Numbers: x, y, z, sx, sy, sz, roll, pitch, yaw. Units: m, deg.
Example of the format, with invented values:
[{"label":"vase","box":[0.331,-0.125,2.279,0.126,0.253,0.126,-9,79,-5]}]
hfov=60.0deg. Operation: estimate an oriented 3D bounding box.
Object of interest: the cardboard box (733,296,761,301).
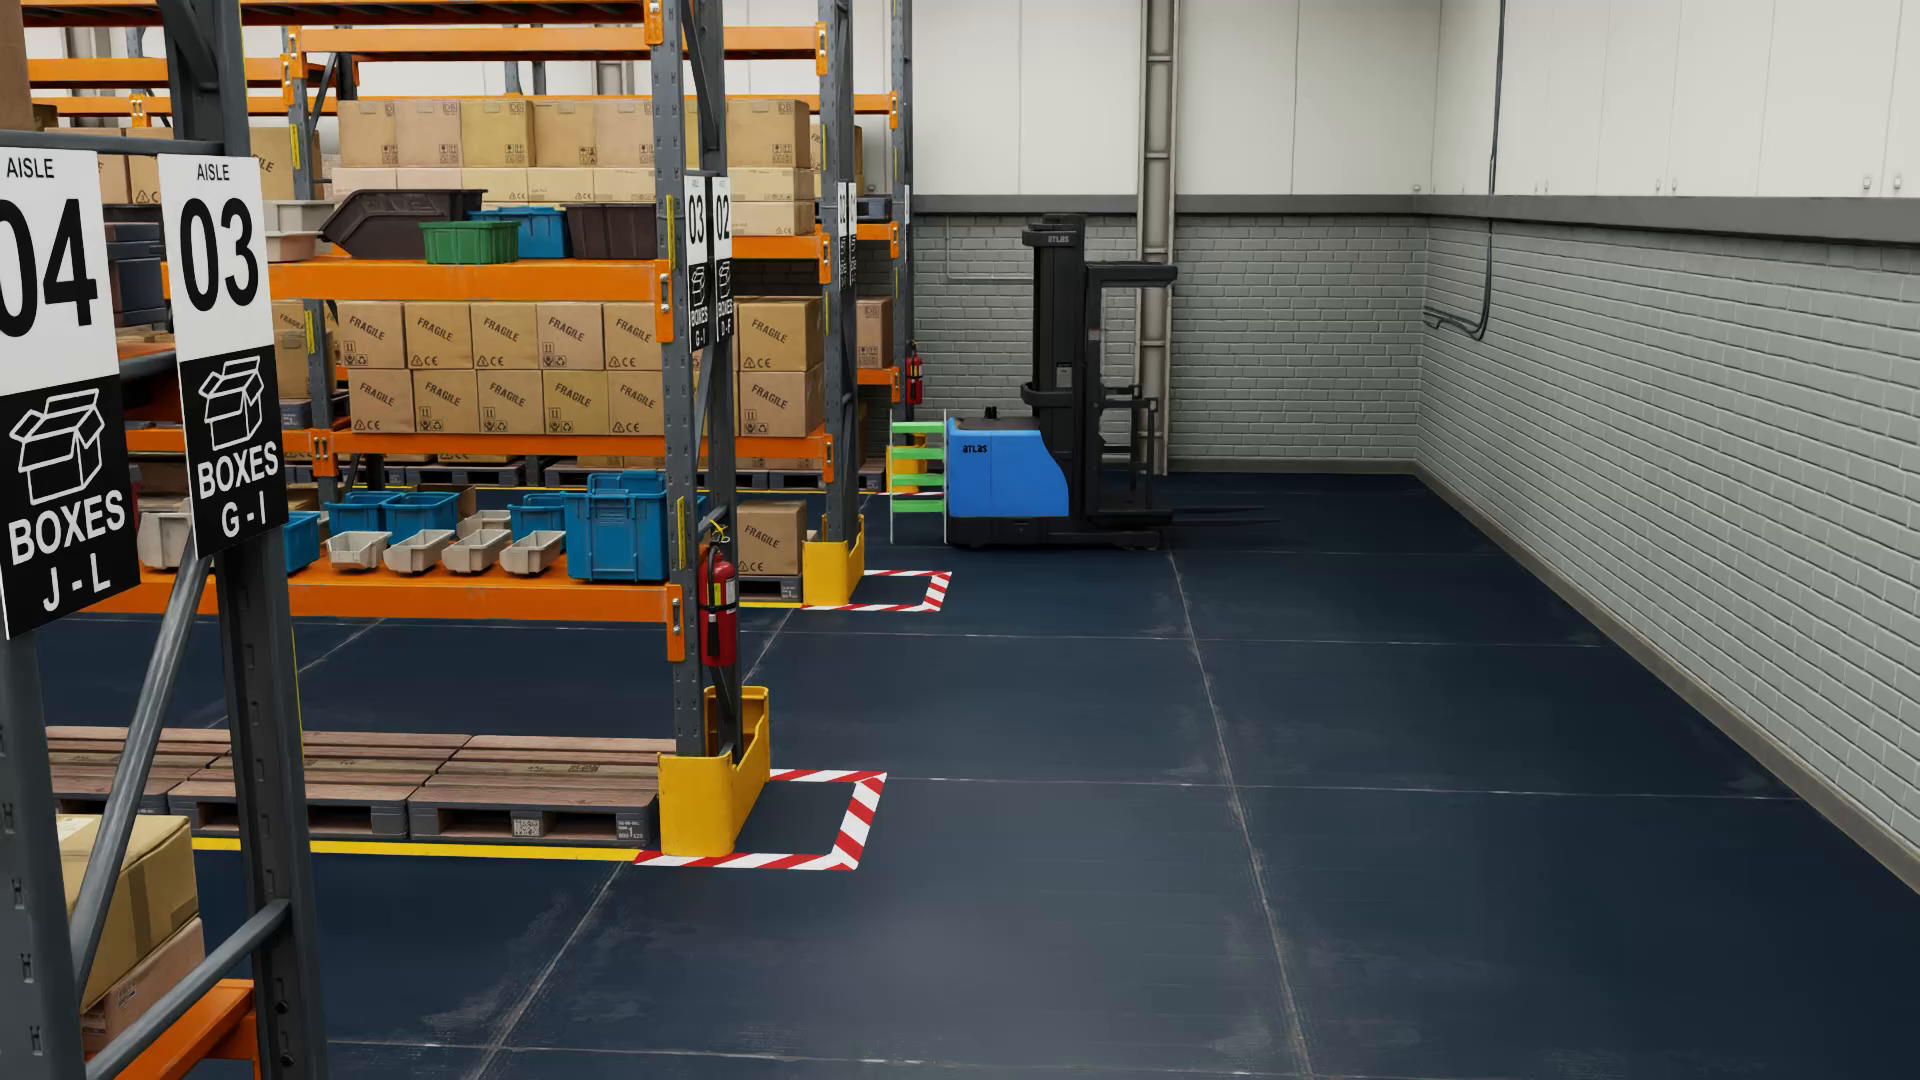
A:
[{"label":"cardboard box","box":[-1.877,-1.680,13.270,0.500,0.500,0.500,1,12,4]}]

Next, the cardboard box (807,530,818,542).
[{"label":"cardboard box","box":[-1.324,0.028,13.679,0.250,0.149,0.380,1,12,4]}]

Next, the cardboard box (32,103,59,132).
[{"label":"cardboard box","box":[-7.459,-3.171,13.071,0.500,0.500,0.500,1,12,4]}]

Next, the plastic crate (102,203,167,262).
[{"label":"plastic crate","box":[-4.034,-1.450,7.850,0.590,0.269,0.497,1,12,4]}]

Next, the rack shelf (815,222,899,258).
[{"label":"rack shelf","box":[-2.598,-3.232,17.804,4.000,0.370,1.077,1,12,4]}]

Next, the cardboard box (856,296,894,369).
[{"label":"cardboard box","box":[-1.112,-2.240,17.900,0.700,0.700,0.980,1,12,6]}]

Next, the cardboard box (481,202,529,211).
[{"label":"cardboard box","box":[-3.454,-2.454,12.695,0.500,0.250,0.500,1,12,4]}]

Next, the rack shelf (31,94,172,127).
[{"label":"rack shelf","box":[-10.580,-4.614,18.061,4.000,0.370,1.077,1,12,4]}]

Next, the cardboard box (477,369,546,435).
[{"label":"cardboard box","box":[-3.420,-1.104,12.955,0.500,0.500,0.500,1,12,3]}]

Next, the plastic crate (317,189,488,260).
[{"label":"plastic crate","box":[-2.770,-1.579,8.299,0.767,0.338,0.504,1,12,4]}]

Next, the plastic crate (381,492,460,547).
[{"label":"plastic crate","box":[-2.802,-0.100,8.666,0.300,0.233,0.416,1,12,4]}]

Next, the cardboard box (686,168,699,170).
[{"label":"cardboard box","box":[-1.958,-2.677,12.543,0.500,0.250,0.500,1,12,4]}]

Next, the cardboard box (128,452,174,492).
[{"label":"cardboard box","box":[-6.885,-0.567,13.832,0.500,0.250,0.500,1,12,3]}]

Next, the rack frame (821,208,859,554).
[{"label":"rack frame","box":[-0.929,-1.076,13.069,0.127,3.000,1.000,1,12,4]}]

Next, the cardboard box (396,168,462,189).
[{"label":"cardboard box","box":[-3.953,-2.707,12.682,0.500,0.250,0.500,1,12,4]}]

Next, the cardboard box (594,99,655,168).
[{"label":"cardboard box","box":[-2.442,-3.096,12.710,0.500,0.500,0.700,1,12,4]}]

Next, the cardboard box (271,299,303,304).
[{"label":"cardboard box","box":[-7.113,-2.697,17.966,0.500,0.250,0.500,1,12,4]}]

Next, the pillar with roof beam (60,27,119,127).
[{"label":"pillar with roof beam","box":[-10.111,-4.449,14.541,0.400,9.000,9.100,1,12,4]}]

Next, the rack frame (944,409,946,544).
[{"label":"rack frame","box":[-0.137,-0.577,15.079,0.015,1.200,0.240,0,12,-2]}]

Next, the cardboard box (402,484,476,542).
[{"label":"cardboard box","box":[-4.333,-0.173,13.781,0.500,0.500,0.500,1,12,4]}]

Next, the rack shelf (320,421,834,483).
[{"label":"rack shelf","box":[-2.925,-0.751,13.273,4.000,0.370,1.077,1,12,4]}]

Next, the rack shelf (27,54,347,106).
[{"label":"rack shelf","box":[-6.916,-3.547,12.962,4.000,0.370,1.077,1,12,4]}]

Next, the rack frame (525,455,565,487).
[{"label":"rack frame","box":[-4.593,-2.143,18.169,0.127,3.000,1.000,1,12,4]}]

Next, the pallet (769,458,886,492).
[{"label":"pallet","box":[-1.405,-0.718,18.168,1.213,0.211,1.003,1,12,4]}]

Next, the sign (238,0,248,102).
[{"label":"sign","box":[-1.552,-1.101,3.531,0.005,0.325,0.100,1,12,4]}]

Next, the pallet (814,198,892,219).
[{"label":"pallet","box":[-1.343,-3.521,17.647,1.213,0.211,1.003,1,12,4]}]

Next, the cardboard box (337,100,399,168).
[{"label":"cardboard box","box":[-4.433,-3.139,12.916,0.500,0.500,0.700,1,12,4]}]

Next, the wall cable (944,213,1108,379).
[{"label":"wall cable","box":[0.739,-2.761,18.643,1.851,1.984,0.084,1,12,4]}]

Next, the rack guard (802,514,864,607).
[{"label":"rack guard","box":[-1.005,0.146,13.330,0.348,0.500,1.175,1,12,4]}]

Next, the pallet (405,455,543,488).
[{"label":"pallet","box":[-5.368,-0.773,18.431,1.213,0.211,1.003,1,12,4]}]

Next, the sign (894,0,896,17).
[{"label":"sign","box":[-0.652,-5.410,16.660,0.005,0.325,0.100,1,12,4]}]

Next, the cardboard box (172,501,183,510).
[{"label":"cardboard box","box":[-5.925,-0.079,13.334,0.500,0.500,0.500,1,12,4]}]

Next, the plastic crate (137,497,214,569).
[{"label":"plastic crate","box":[-3.744,-0.032,8.219,0.530,0.282,0.437,1,12,4]}]

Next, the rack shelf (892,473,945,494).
[{"label":"rack shelf","box":[-0.381,-0.513,15.082,0.480,0.148,0.258,0,12,-2]}]

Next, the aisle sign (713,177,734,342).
[{"label":"aisle sign","box":[-1.172,-1.396,8.251,0.004,0.787,0.394,1,12,4]}]

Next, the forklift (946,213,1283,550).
[{"label":"forklift","box":[1.395,-1.450,15.024,3.031,2.935,1.130,0,12,-2]}]

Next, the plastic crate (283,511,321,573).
[{"label":"plastic crate","box":[-3.330,0.013,8.126,0.300,0.233,0.416,1,12,4]}]

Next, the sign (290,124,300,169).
[{"label":"sign","box":[-4.954,-2.932,12.388,0.005,0.325,0.100,1,12,4]}]

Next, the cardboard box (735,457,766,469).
[{"label":"cardboard box","box":[-2.308,-1.073,18.133,0.500,0.500,0.700,0,12,2]}]

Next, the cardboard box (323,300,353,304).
[{"label":"cardboard box","box":[-6.603,-2.691,17.939,0.500,0.250,0.500,1,12,3]}]

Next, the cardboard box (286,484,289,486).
[{"label":"cardboard box","box":[-5.920,-0.184,13.835,0.500,0.500,0.500,1,12,5]}]

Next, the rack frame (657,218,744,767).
[{"label":"rack frame","box":[-1.264,-0.064,8.232,0.127,3.000,1.000,1,12,4]}]

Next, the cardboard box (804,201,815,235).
[{"label":"cardboard box","box":[-1.425,-2.530,13.059,0.500,0.250,0.500,1,12,4]}]

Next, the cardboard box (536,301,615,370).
[{"label":"cardboard box","box":[-2.926,-1.584,12.812,0.500,0.500,0.500,1,12,6]}]

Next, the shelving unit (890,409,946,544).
[{"label":"shelving unit","box":[-0.381,-0.575,15.069,0.503,1.200,0.258,0,12,-2]}]

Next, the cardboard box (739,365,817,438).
[{"label":"cardboard box","box":[-1.394,-1.076,12.822,0.500,0.500,0.500,1,12,5]}]

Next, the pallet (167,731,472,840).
[{"label":"pallet","box":[-3.298,1.264,8.691,1.213,0.211,1.003,1,12,4]}]

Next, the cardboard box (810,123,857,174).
[{"label":"cardboard box","box":[-1.351,-4.059,17.267,0.500,0.500,0.500,1,12,4]}]

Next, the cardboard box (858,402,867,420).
[{"label":"cardboard box","box":[-1.169,-1.416,18.189,0.250,0.149,0.380,1,12,4]}]

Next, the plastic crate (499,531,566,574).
[{"label":"plastic crate","box":[-2.090,0.061,8.129,0.243,0.136,0.396,1,12,4]}]
